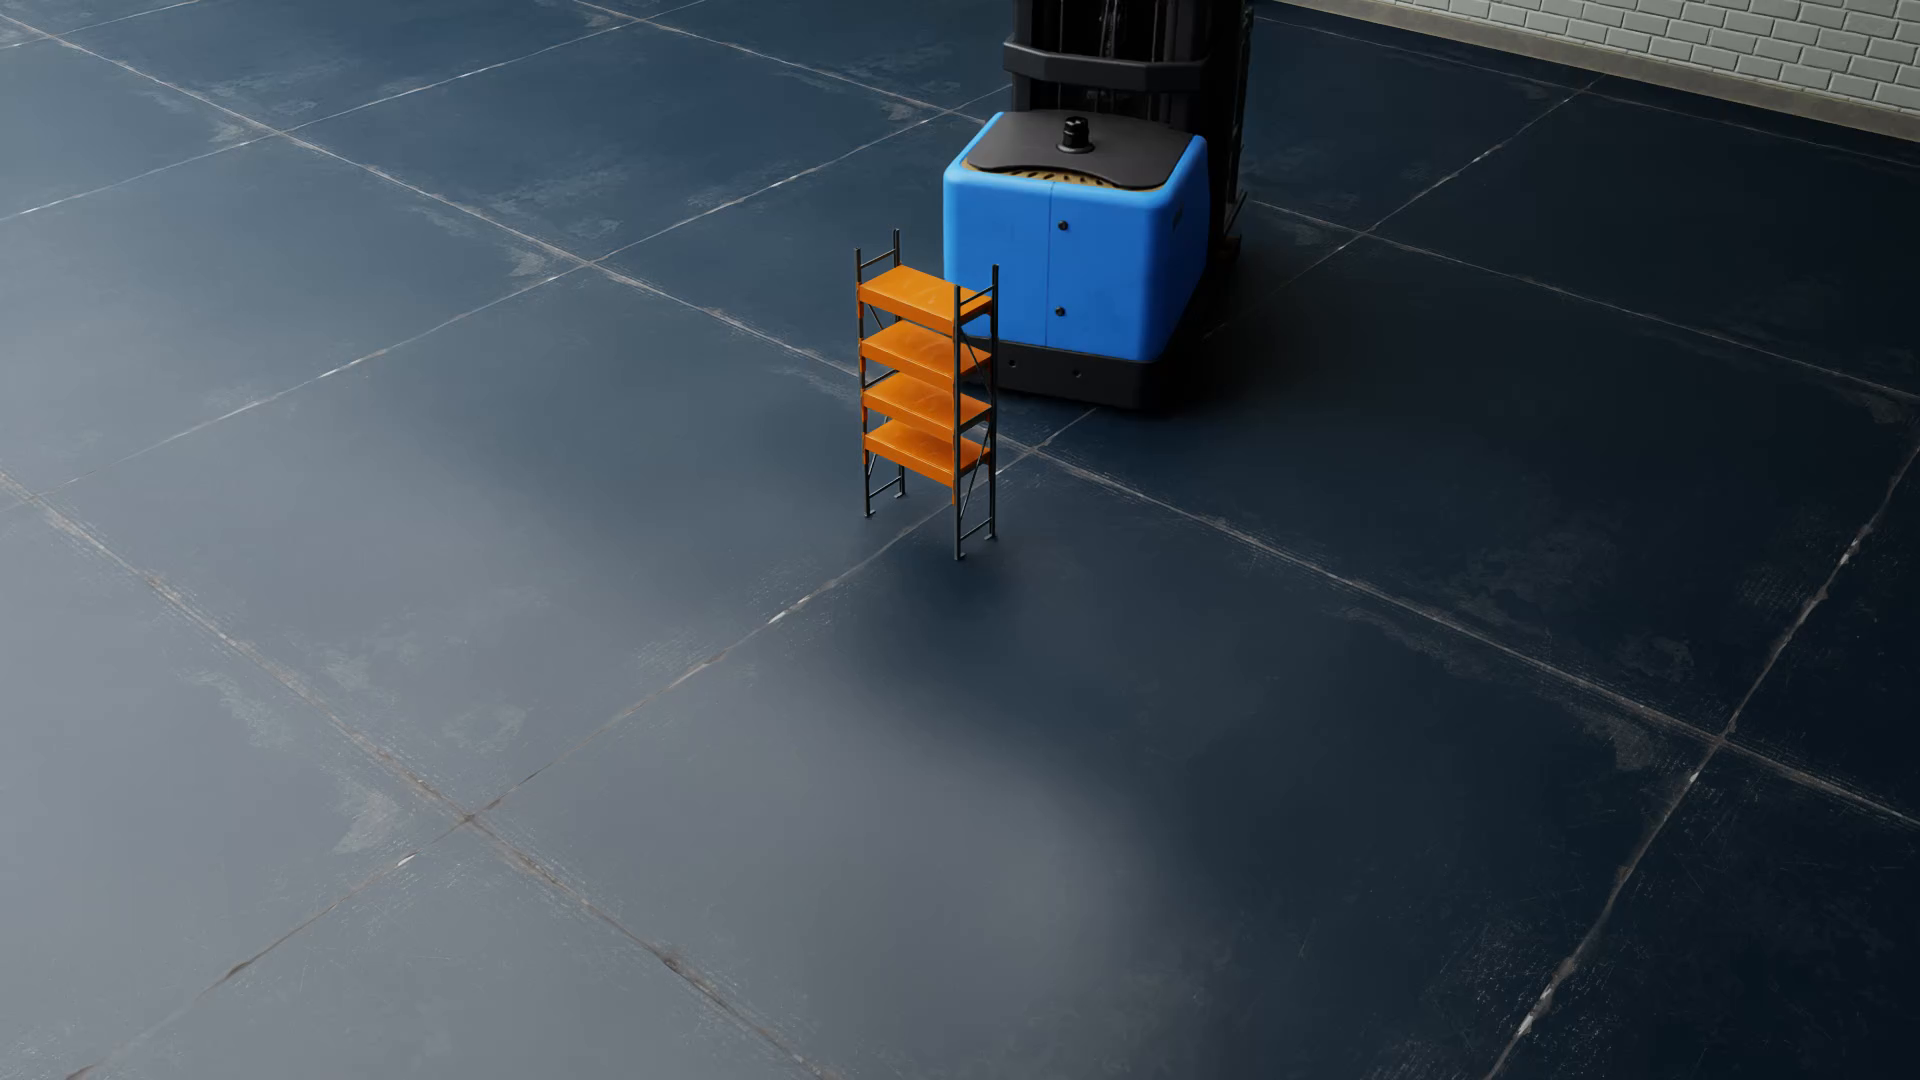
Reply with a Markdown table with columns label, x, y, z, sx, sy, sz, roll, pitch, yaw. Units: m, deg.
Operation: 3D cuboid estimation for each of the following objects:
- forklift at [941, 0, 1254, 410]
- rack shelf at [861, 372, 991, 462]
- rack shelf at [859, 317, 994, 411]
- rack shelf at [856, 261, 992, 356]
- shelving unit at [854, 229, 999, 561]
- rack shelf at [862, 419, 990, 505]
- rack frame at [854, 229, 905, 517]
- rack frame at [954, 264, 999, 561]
| label | x | y | z | sx | sy | sz | roll | pitch | yaw |
| --- | --- | --- | --- | --- | --- | --- | --- | --- | --- |
| forklift | 0.863 | -2.625 | 7.983 | 1.130 | 2.935 | 3.031 | 11 | 36 | 15 |
| rack shelf | -0.127 | -0.499 | 6.536 | 0.480 | 0.148 | 0.258 | 25 | 42 | 32 |
| rack shelf | -0.127 | -0.683 | 6.409 | 0.480 | 0.148 | 0.258 | 25 | 42 | 32 |
| rack shelf | -0.127 | -0.878 | 6.275 | 0.480 | 0.148 | 0.258 | 25 | 42 | 32 |
| shelving unit | -0.127 | -0.555 | 6.498 | 0.503 | 1.200 | 0.258 | 25 | 42 | 32 |
| rack shelf | -0.127 | -0.335 | 6.648 | 0.480 | 0.148 | 0.258 | 25 | 42 | 32 |
| rack frame | -0.315 | -0.643 | 6.626 | 0.015 | 1.200 | 0.240 | 25 | 42 | 32 |
| rack frame | 0.060 | -0.466 | 6.369 | 0.015 | 1.200 | 0.240 | 25 | 42 | 32 |
